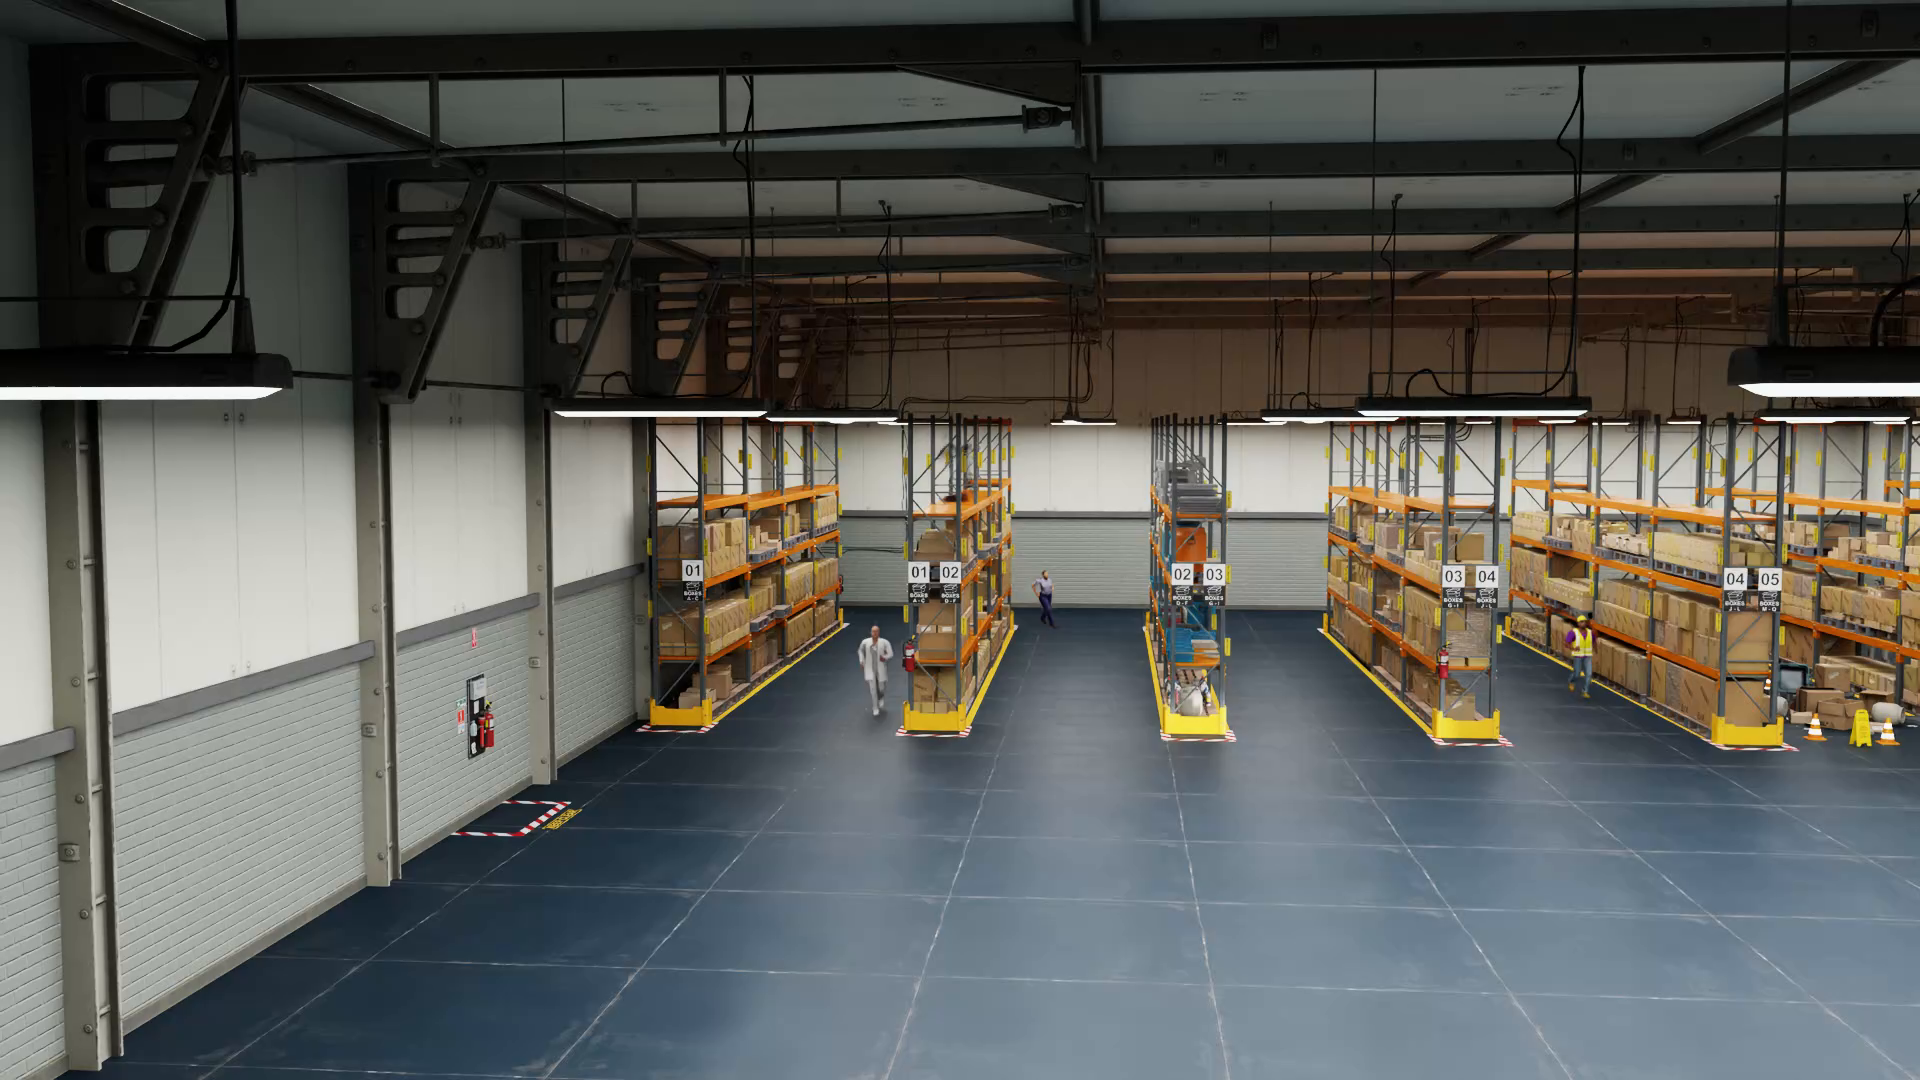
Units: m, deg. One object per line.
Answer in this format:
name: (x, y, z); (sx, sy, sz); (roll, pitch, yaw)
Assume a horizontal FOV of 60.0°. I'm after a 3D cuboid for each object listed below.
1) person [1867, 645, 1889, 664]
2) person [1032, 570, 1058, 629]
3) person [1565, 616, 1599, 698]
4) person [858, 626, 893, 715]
person: (21.845, 2.191, 39.470); (0.665, 1.826, 0.812); (0, 4, -2)
person: (2.434, 1.691, 47.701); (0.622, 1.658, 0.908); (-3, 5, -37)
person: (13.247, 2.478, 35.407); (0.714, 1.733, 0.764); (0, 4, 1)
person: (-1.692, 2.641, 33.331); (0.711, 1.661, 0.861); (0, 4, -1)
